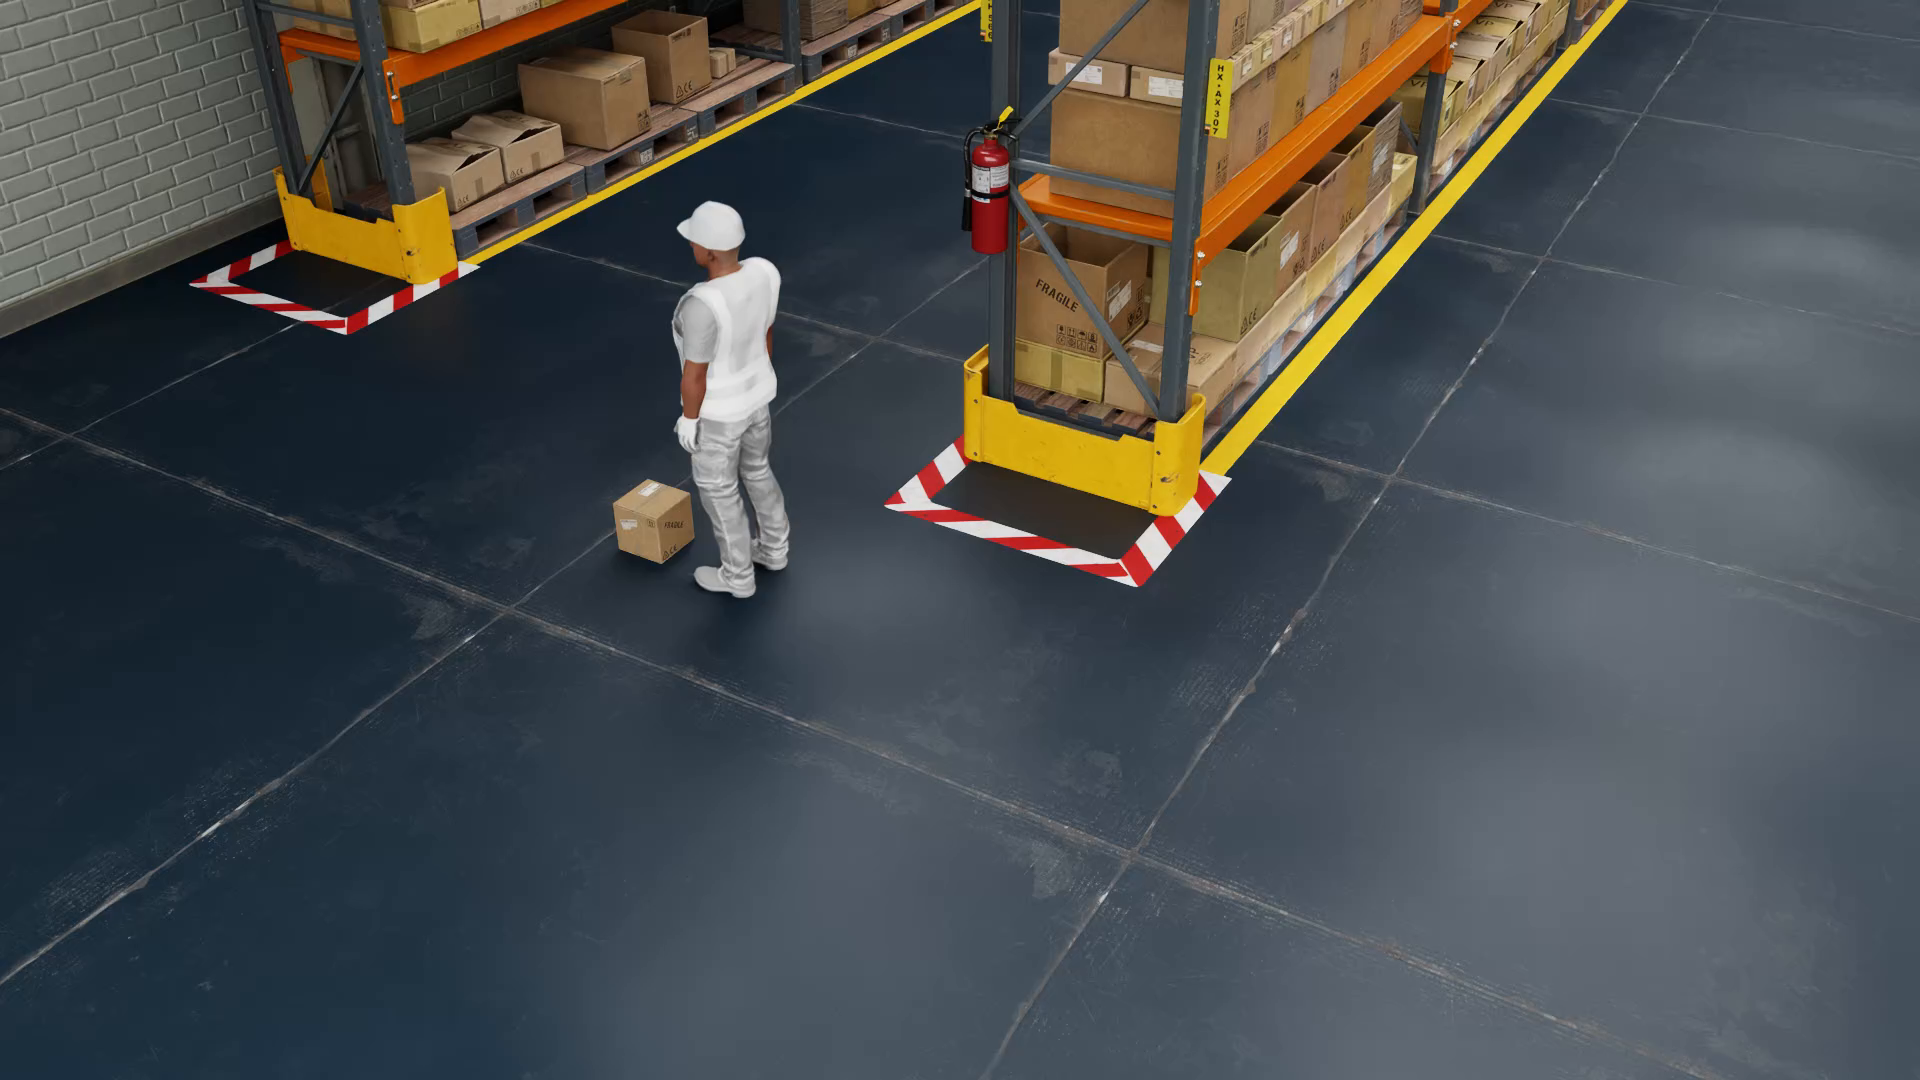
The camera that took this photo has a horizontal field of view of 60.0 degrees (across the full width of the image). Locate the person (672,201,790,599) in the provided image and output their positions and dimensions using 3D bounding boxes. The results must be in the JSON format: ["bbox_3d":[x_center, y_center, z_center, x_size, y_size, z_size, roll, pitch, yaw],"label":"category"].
[{"bbox_3d":[-0.974,-0.580,6.991,0.357,1.780,0.540,19,38,25],"label":"person"}]
